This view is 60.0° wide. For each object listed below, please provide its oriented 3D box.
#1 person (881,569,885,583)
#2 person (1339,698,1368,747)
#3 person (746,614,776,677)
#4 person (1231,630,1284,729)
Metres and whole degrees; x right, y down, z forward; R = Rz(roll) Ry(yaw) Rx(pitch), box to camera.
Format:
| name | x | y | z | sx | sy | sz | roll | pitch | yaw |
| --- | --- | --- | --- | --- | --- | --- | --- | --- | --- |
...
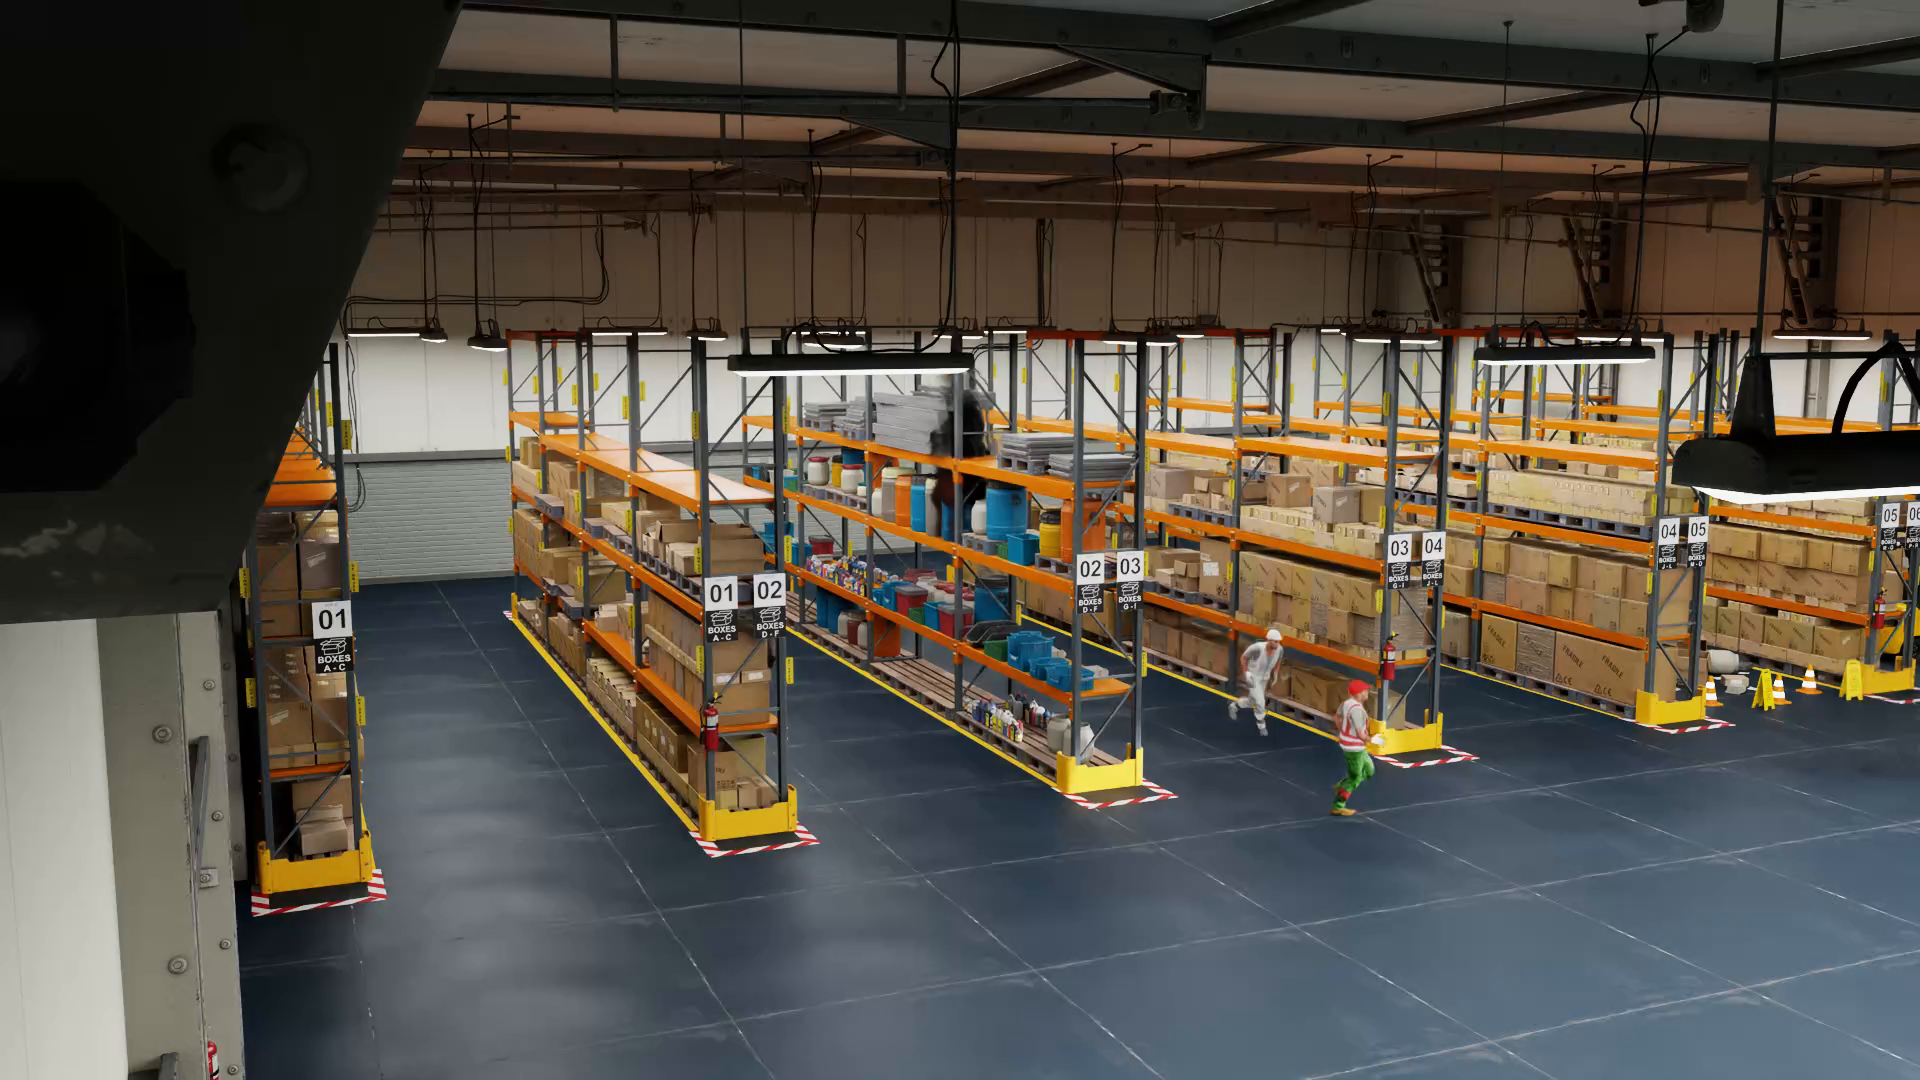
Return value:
| name | x | y | z | sx | sy | sz | roll | pitch | yaw |
| --- | --- | --- | --- | --- | --- | --- | --- | --- | --- |
| person | 6.458 | 1.954 | 26.667 | 17.406 | 1.615 | 5.853 | 2 | 8 | 11 |
| person | 4.962 | 2.301 | 20.973 | 0.326 | 0.570 | 0.409 | 0 | 8 | 4 |
| person | -3.252 | 1.635 | 27.866 | 0.653 | 1.474 | 0.501 | -3 | 9 | -24 |
| person | 4.403 | 2.028 | 24.707 | 0.428 | 1.536 | 1.076 | -4 | 9 | -26 |
